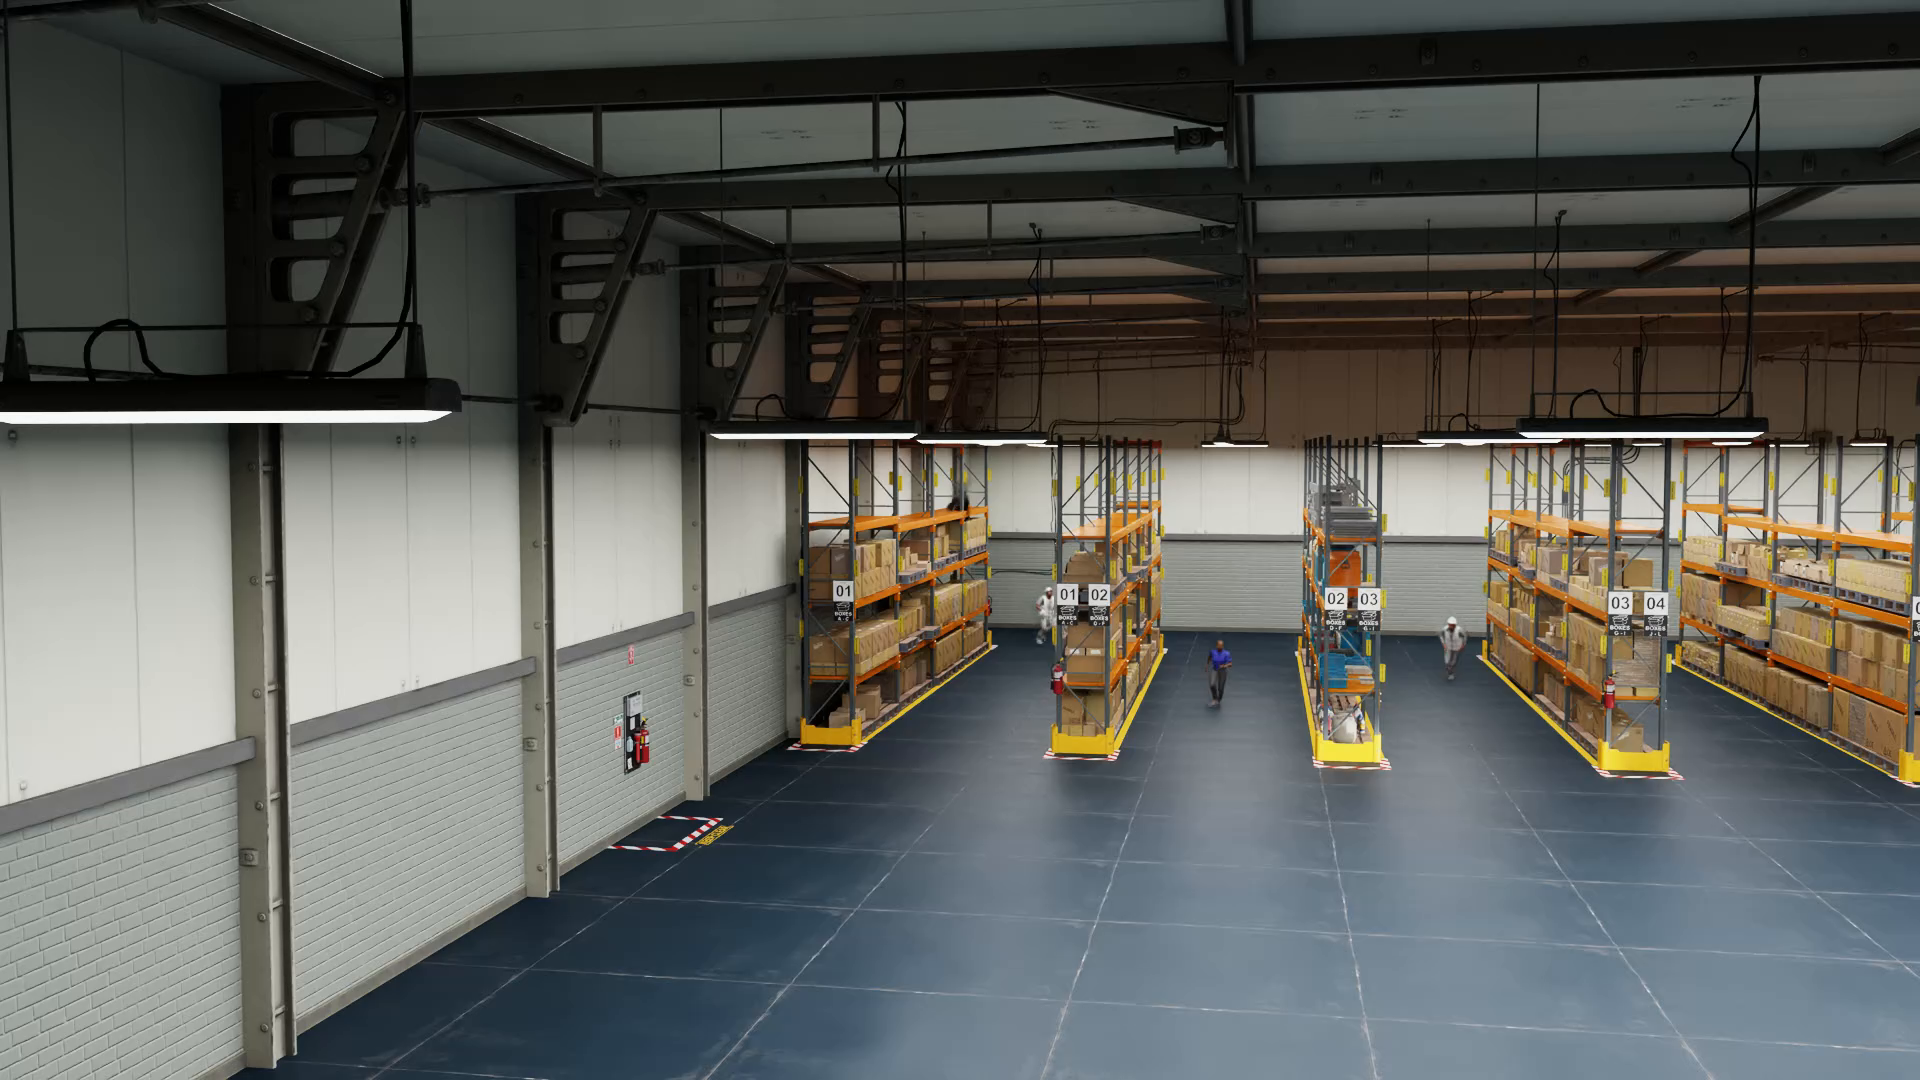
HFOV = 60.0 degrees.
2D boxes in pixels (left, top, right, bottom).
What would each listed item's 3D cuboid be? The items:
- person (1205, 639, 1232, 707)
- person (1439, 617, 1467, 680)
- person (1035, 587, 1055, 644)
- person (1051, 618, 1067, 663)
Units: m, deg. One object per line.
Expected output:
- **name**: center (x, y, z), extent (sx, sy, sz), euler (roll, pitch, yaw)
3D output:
- **person**: center (5.744, 2.949, 36.909), extent (0.600, 1.507, 0.956), euler (1, 3, 10)
- **person**: center (12.278, 2.689, 41.398), extent (0.673, 1.600, 0.949), euler (1, 3, 17)
- **person**: center (2.589, 2.233, 49.235), extent (0.542, 1.683, 0.758), euler (3, 4, 44)
- **person**: center (2.674, 2.562, 43.329), extent (0.597, 1.693, 0.632), euler (1, 3, 19)
